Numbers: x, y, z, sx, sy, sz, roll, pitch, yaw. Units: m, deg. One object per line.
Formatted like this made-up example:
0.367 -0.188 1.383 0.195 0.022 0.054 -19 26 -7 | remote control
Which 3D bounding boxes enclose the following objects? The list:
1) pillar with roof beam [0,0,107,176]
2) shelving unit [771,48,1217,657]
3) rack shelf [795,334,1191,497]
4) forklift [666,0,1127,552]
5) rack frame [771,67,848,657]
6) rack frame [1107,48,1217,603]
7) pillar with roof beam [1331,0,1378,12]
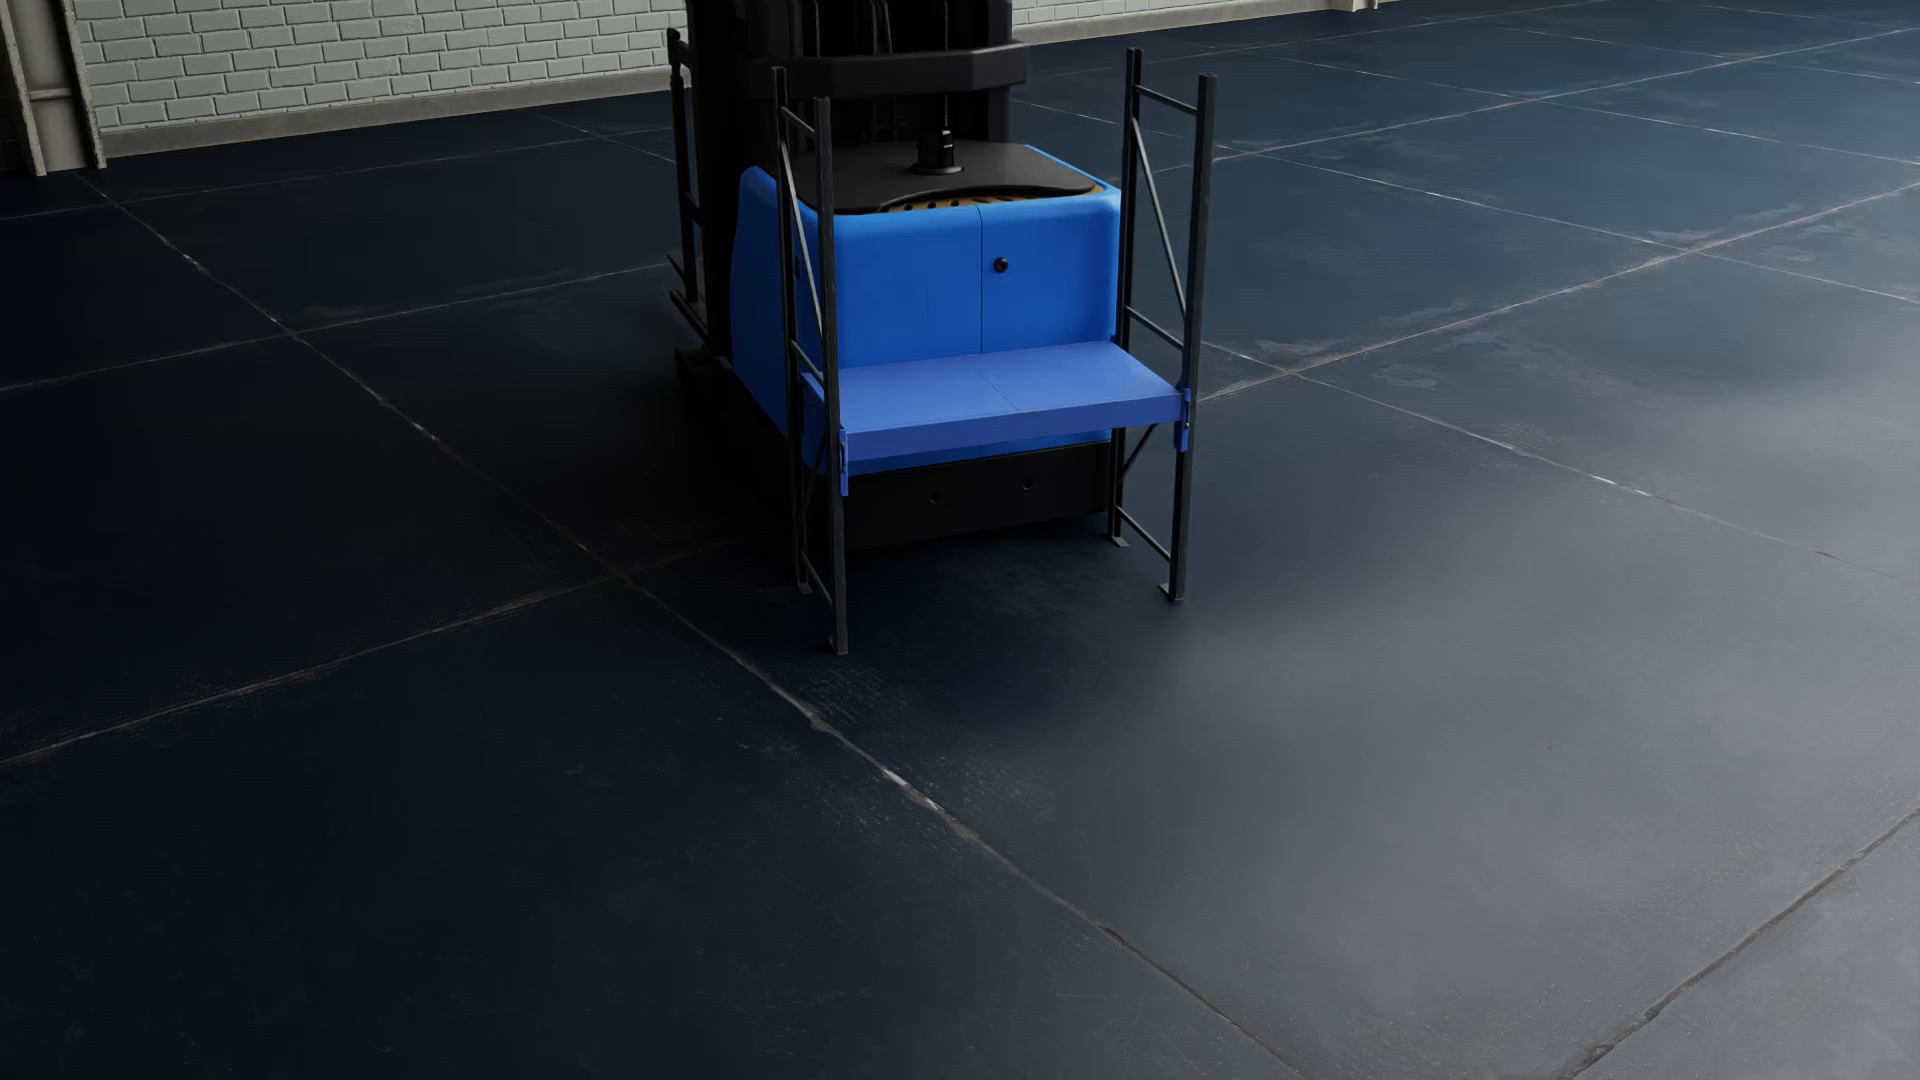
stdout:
-2.800 -4.930 5.184 0.400 9.000 9.100 -18 31 -34 | pillar with roof beam
0.080 -0.530 4.610 1.048 1.500 0.538 -8 26 -17 | shelving unit
0.080 -0.367 4.685 1.000 0.185 0.538 -8 26 -17 | rack shelf
-0.468 -1.887 5.835 1.130 2.935 3.031 -9 26 -19 | forklift
-0.402 -0.461 4.462 0.032 1.500 0.500 -8 26 -17 | rack frame
0.561 -0.598 4.758 0.032 1.500 0.500 -8 26 -17 | rack frame
6.643 -8.048 11.901 0.400 9.000 9.100 -18 31 -34 | pillar with roof beam
